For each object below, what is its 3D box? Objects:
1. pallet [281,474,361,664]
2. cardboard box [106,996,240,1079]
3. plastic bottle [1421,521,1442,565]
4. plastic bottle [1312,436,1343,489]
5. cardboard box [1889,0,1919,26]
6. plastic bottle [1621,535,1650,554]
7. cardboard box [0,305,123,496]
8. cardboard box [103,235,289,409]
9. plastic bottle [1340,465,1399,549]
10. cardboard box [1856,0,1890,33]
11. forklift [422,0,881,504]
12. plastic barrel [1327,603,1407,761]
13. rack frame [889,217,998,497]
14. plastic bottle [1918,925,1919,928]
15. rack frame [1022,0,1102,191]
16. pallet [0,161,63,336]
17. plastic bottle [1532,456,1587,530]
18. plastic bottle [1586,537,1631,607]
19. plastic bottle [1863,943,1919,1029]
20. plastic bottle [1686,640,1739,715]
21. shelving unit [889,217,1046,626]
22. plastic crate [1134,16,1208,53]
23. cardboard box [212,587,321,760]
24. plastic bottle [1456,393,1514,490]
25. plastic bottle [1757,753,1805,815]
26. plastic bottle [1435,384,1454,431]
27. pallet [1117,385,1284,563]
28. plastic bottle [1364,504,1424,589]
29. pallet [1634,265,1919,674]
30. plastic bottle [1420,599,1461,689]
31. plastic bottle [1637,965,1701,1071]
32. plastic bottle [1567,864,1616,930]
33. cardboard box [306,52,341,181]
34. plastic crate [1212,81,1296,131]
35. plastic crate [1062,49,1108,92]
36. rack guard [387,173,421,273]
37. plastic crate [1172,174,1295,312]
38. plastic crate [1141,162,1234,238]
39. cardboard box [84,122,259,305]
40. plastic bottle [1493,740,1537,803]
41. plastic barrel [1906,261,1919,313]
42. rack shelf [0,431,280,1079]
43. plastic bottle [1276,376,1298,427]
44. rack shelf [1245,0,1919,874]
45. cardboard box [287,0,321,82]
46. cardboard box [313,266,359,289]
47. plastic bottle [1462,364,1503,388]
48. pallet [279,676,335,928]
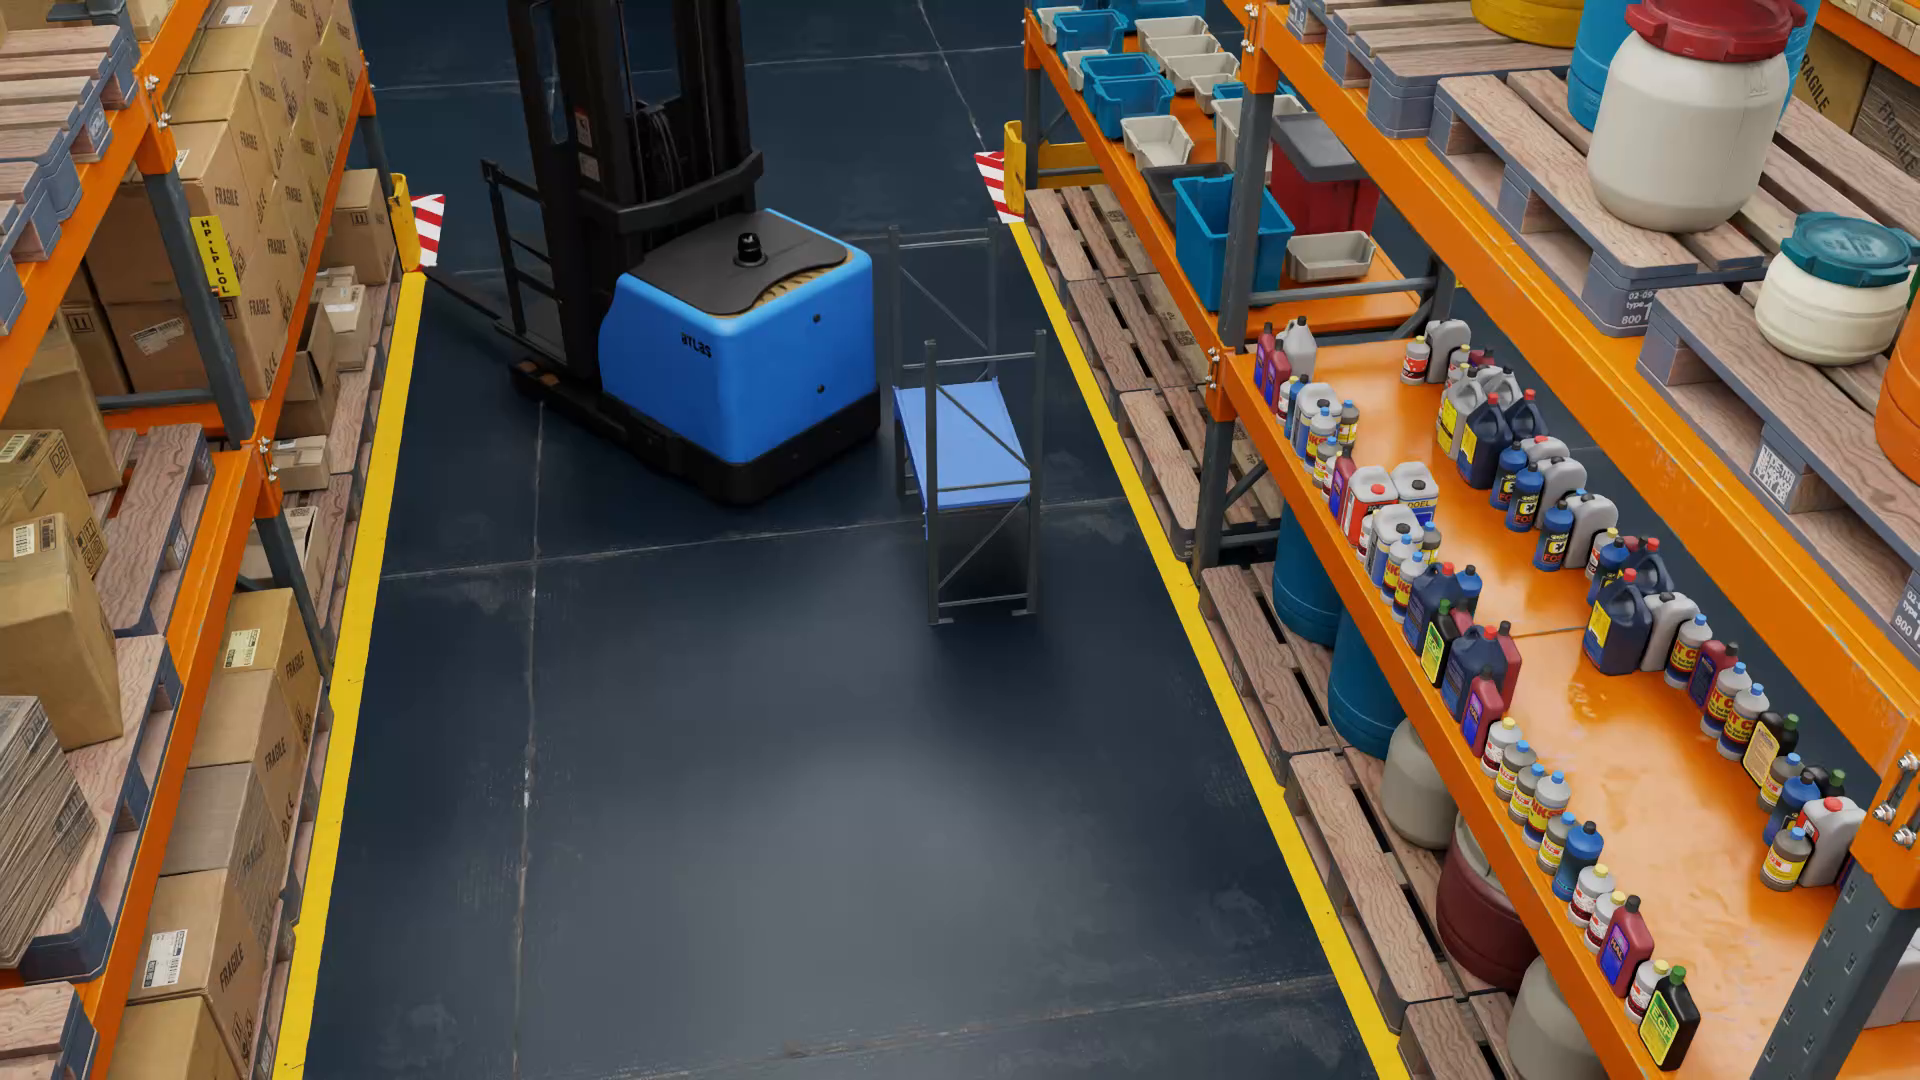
[{"bbox_3d":[-3.393,0.168,7.762,1.003,0.211,1.213,-6,38,-8],"label":"pallet"},{"bbox_3d":[-2.551,1.786,5.084,0.500,0.500,0.500,-7,38,-9],"label":"cardboard box"},{"bbox_3d":[1.633,0.025,5.835,0.097,0.201,0.097,0,38,0],"label":"plastic bottle"},{"bbox_3d":[1.385,-0.297,6.249,0.097,0.201,0.097,0,38,0],"label":"plastic bottle"},{"bbox_3d":[5.779,-3.120,9.600,0.500,0.250,0.500,-7,38,-9],"label":"cardboard box"},{"bbox_3d":[2.293,0.082,5.694,0.061,0.283,0.133,-6,38,-8],"label":"plastic bottle"},{"bbox_3d":[-3.411,-0.413,5.813,0.700,0.500,0.500,-19,42,-23],"label":"cardboard box"},{"bbox_3d":[-3.095,-0.895,6.775,0.500,0.500,0.500,-5,38,-7],"label":"cardboard box"},{"bbox_3d":[1.472,-0.120,5.960,0.152,0.276,0.135,-6,38,-8],"label":"plastic bottle"},{"bbox_3d":[5.655,-3.181,10.005,0.380,0.149,0.250,-7,38,-9],"label":"cardboard box"},{"bbox_3d":[-1.847,-2.113,8.480,3.031,2.935,1.130,29,46,32],"label":"forklift"},{"bbox_3d":[1.807,0.372,6.594,0.600,0.901,0.708,-6,38,-8],"label":"plastic barrel"},{"bbox_3d":[-0.074,-0.848,8.019,0.500,1.500,0.032,-6,38,-8],"label":"rack frame"},{"bbox_3d":[2.554,1.049,4.459,0.097,0.271,0.097,0,38,0],"label":"plastic bottle"},{"bbox_3d":[0.903,-3.465,10.165,1.000,3.000,0.127,-6,38,-8],"label":"rack frame"},{"bbox_3d":[-3.043,-0.601,4.187,1.213,0.211,1.003,-6,38,-8],"label":"pallet"},{"bbox_3d":[2.167,-0.190,6.050,0.152,0.276,0.135,-6,38,-8],"label":"plastic bottle"},{"bbox_3d":[2.219,0.106,5.673,0.097,0.271,0.097,0,38,0],"label":"plastic bottle"},{"bbox_3d":[2.398,1.137,4.343,0.152,0.276,0.135,-6,38,-8],"label":"plastic bottle"},{"bbox_3d":[2.390,0.414,5.267,0.061,0.283,0.133,-6,38,-8],"label":"plastic bottle"},{"bbox_3d":[0.015,-0.541,7.623,0.538,1.500,1.048,-6,38,-8],"label":"shelving unit"},{"bbox_3d":[1.224,-2.911,9.618,0.396,0.136,0.243,-6,38,-8],"label":"plastic crate"},{"bbox_3d":[-2.905,0.562,6.660,0.500,0.500,0.500,-6,38,-8],"label":"cardboard box"},{"bbox_3d":[1.978,-0.382,6.237,0.144,0.351,0.185,-6,38,-8],"label":"plastic bottle"},{"bbox_3d":[2.450,0.717,4.944,0.097,0.201,0.097,0,38,0],"label":"plastic bottle"},{"bbox_3d":[1.936,-0.522,6.538,0.097,0.201,0.097,0,38,0],"label":"plastic bottle"},{"bbox_3d":[1.437,-0.387,8.477,1.003,0.211,1.213,-6,38,-8],"label":"pallet"},{"bbox_3d":[1.513,0.020,5.780,0.152,0.276,0.135,-6,38,-8],"label":"plastic bottle"},{"bbox_3d":[2.267,-0.215,3.691,1.003,0.211,1.213,-6,38,-8],"label":"pallet"},{"bbox_3d":[1.558,0.332,5.372,0.061,0.283,0.133,-6,38,-8],"label":"plastic bottle"},{"bbox_3d":[1.814,1.215,4.236,0.061,0.283,0.133,-6,38,-8],"label":"plastic bottle"},{"bbox_3d":[1.754,0.978,4.609,0.097,0.201,0.097,0,38,0],"label":"plastic bottle"},{"bbox_3d":[-3.452,-2.117,8.349,0.500,0.500,0.500,-6,38,-8],"label":"cardboard box"},{"bbox_3d":[1.515,-2.209,8.636,0.416,0.233,0.300,-6,38,-8],"label":"plastic crate"},{"bbox_3d":[0.715,-2.587,9.201,0.250,0.136,0.298,-6,38,-8],"label":"plastic crate"},{"bbox_3d":[-3.961,-1.901,10.190,1.175,0.500,0.348,-6,38,-8],"label":"rack guard"},{"bbox_3d":[1.186,-1.311,7.357,0.392,0.384,0.575,-6,38,-8],"label":"plastic crate"},{"bbox_3d":[1.143,-1.611,7.954,0.437,0.125,0.590,-6,38,-8],"label":"plastic crate"},{"bbox_3d":[-3.079,-1.267,6.440,0.500,0.500,0.500,-5,38,-7],"label":"cardboard box"},{"bbox_3d":[1.669,0.684,4.987,0.097,0.201,0.097,0,38,0],"label":"plastic bottle"},{"bbox_3d":[2.346,-0.586,3.799,0.294,0.245,0.294,0,38,0],"label":"plastic barrel"},{"bbox_3d":[-2.923,0.974,5.038,1.077,0.370,4.000,-6,38,-8],"label":"rack shelf"},{"bbox_3d":[1.310,-0.555,6.581,0.097,0.201,0.097,0,38,0],"label":"plastic bottle"},{"bbox_3d":[1.955,-0.741,4.800,1.077,0.370,4.000,-6,38,-8],"label":"rack shelf"},{"bbox_3d":[-3.441,-2.512,8.041,0.500,0.500,0.500,-5,38,-7],"label":"cardboard box"},{"bbox_3d":[-3.654,-1.433,9.500,0.380,0.166,0.250,-6,38,-8],"label":"cardboard box"},{"bbox_3d":[2.055,-0.576,6.547,0.152,0.276,0.135,-6,38,-8],"label":"plastic bottle"},{"bbox_3d":[-3.094,1.070,6.600,1.003,0.211,1.213,-6,38,-8],"label":"pallet"}]
